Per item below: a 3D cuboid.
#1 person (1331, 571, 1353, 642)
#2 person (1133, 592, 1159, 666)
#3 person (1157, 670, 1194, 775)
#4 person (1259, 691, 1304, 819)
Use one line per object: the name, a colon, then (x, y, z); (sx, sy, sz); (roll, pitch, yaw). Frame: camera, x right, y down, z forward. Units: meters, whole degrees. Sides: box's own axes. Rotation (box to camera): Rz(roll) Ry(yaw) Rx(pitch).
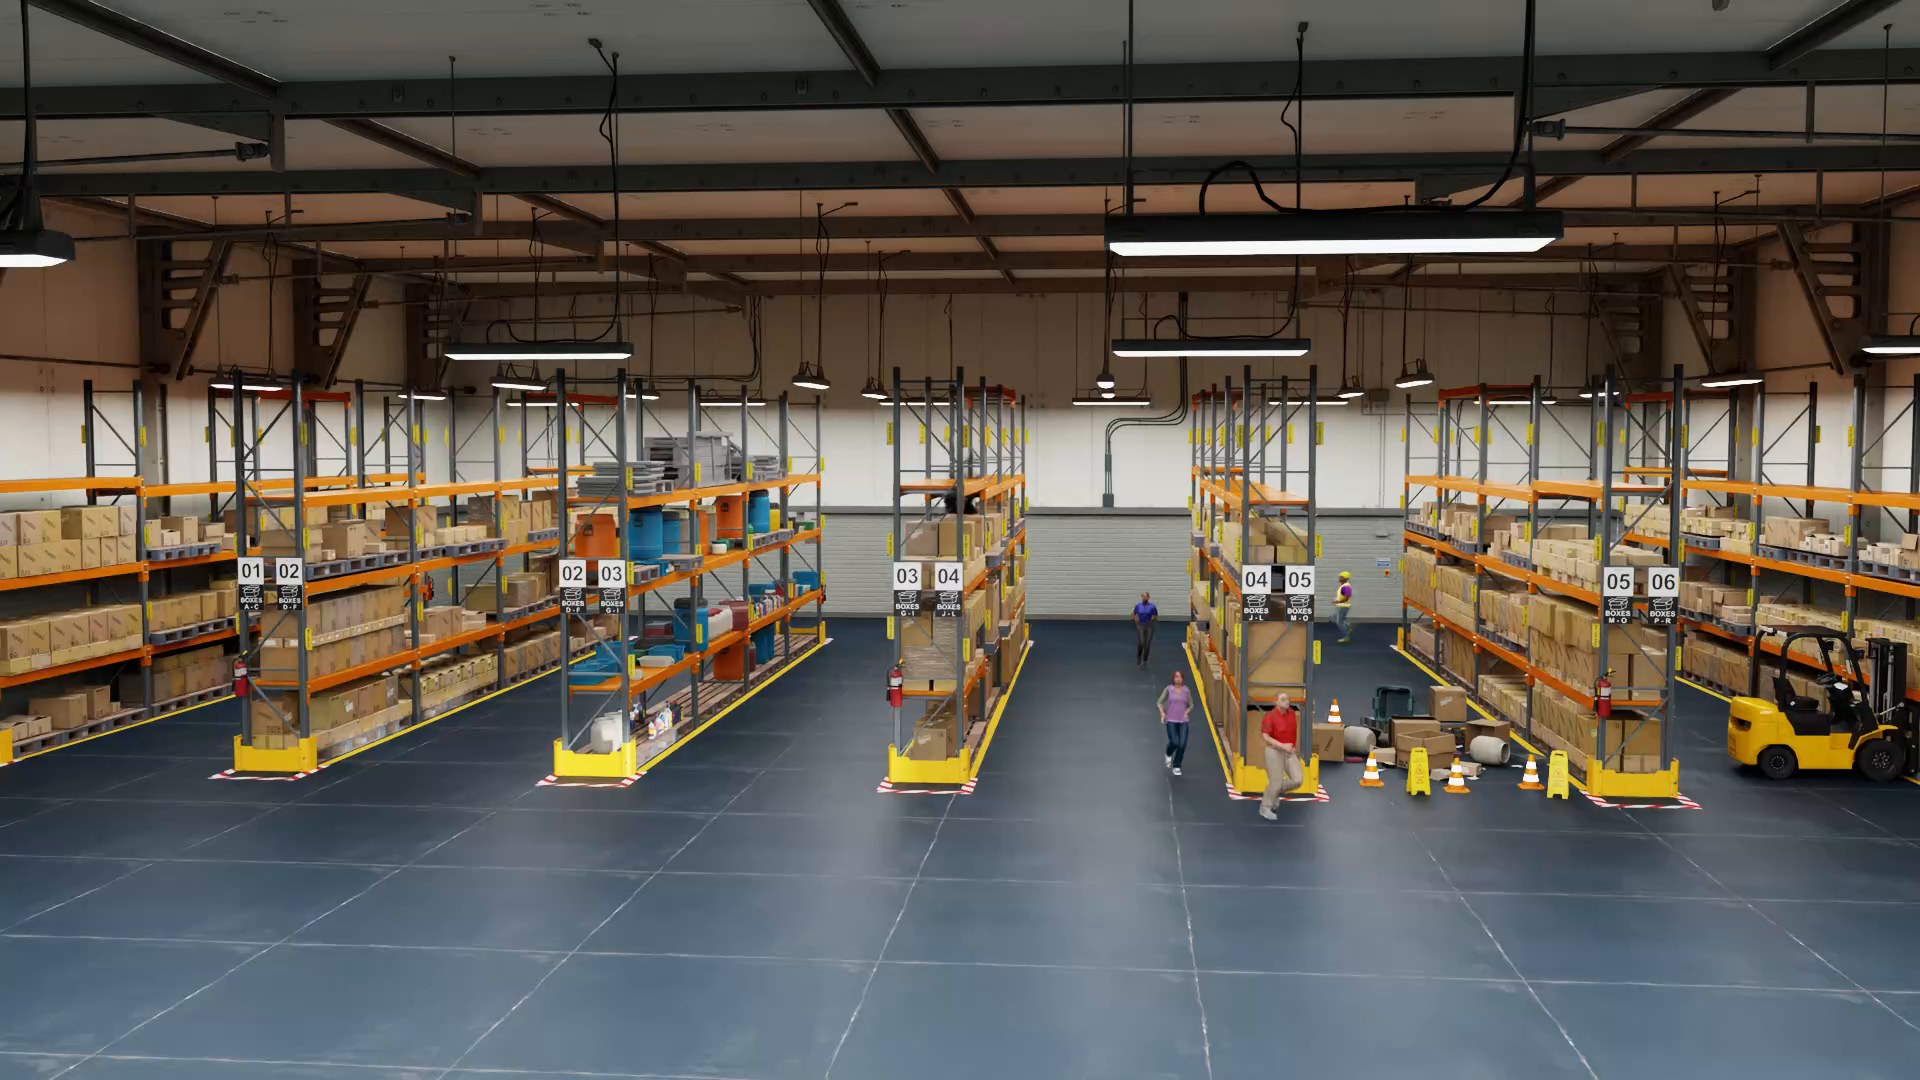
person: (9.313, 1.624, 40.519); (0.580, 1.720, 0.707); (0, 4, 5)
person: (4.038, 1.939, 36.174); (0.558, 1.621, 0.593); (0, 4, 6)
person: (3.205, 2.702, 24.561); (0.526, 1.542, 0.488); (0, 4, -3)
person: (4.234, 2.814, 21.728); (0.697, 1.685, 0.685); (-2, 4, -31)
